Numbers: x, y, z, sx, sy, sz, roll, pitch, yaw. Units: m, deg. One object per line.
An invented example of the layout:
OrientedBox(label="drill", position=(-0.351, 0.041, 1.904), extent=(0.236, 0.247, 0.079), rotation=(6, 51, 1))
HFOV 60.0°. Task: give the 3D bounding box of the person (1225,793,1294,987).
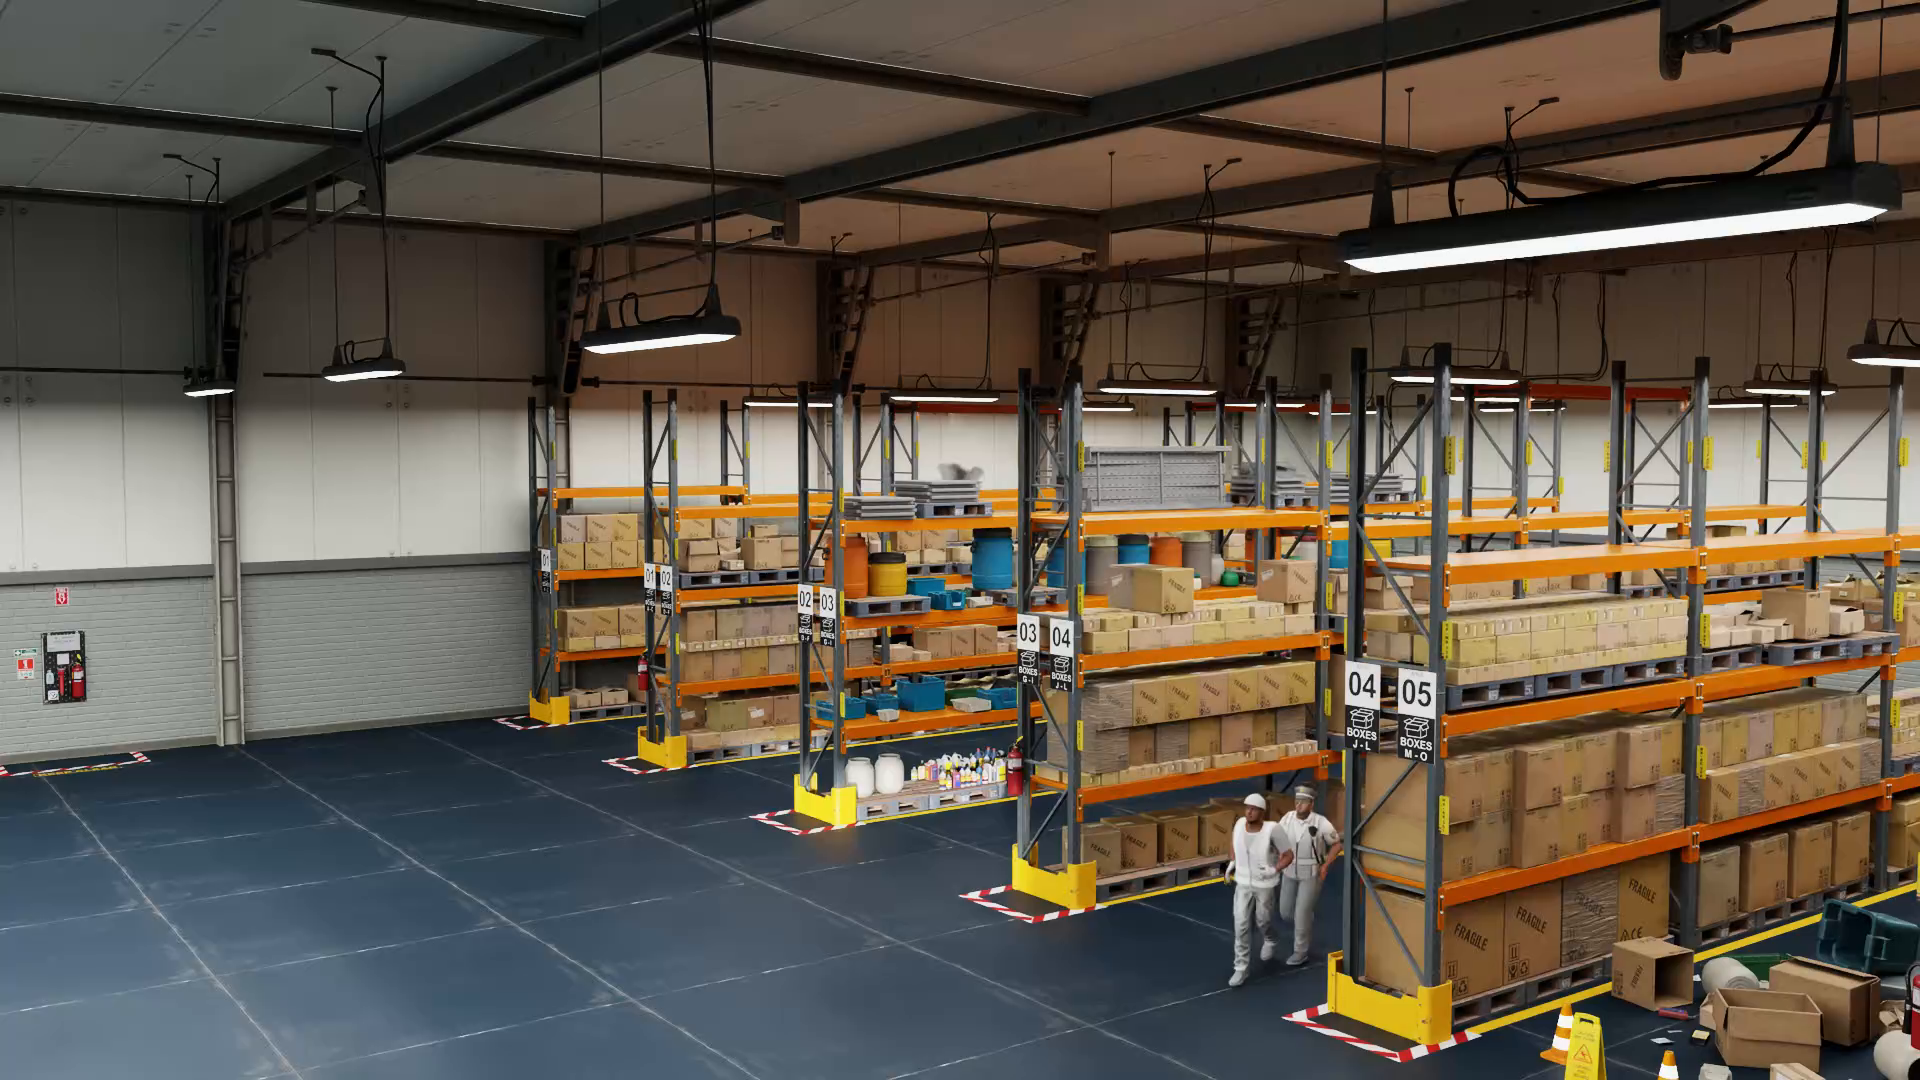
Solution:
OrientedBox(label="person", position=(2.889, 3.314, 16.008), extent=(0.692, 1.785, 0.912), rotation=(2, 4, 31))

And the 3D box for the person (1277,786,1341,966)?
OrientedBox(label="person", position=(3.443, 3.306, 16.600), extent=(0.668, 1.749, 0.741), rotation=(2, 4, 34))
